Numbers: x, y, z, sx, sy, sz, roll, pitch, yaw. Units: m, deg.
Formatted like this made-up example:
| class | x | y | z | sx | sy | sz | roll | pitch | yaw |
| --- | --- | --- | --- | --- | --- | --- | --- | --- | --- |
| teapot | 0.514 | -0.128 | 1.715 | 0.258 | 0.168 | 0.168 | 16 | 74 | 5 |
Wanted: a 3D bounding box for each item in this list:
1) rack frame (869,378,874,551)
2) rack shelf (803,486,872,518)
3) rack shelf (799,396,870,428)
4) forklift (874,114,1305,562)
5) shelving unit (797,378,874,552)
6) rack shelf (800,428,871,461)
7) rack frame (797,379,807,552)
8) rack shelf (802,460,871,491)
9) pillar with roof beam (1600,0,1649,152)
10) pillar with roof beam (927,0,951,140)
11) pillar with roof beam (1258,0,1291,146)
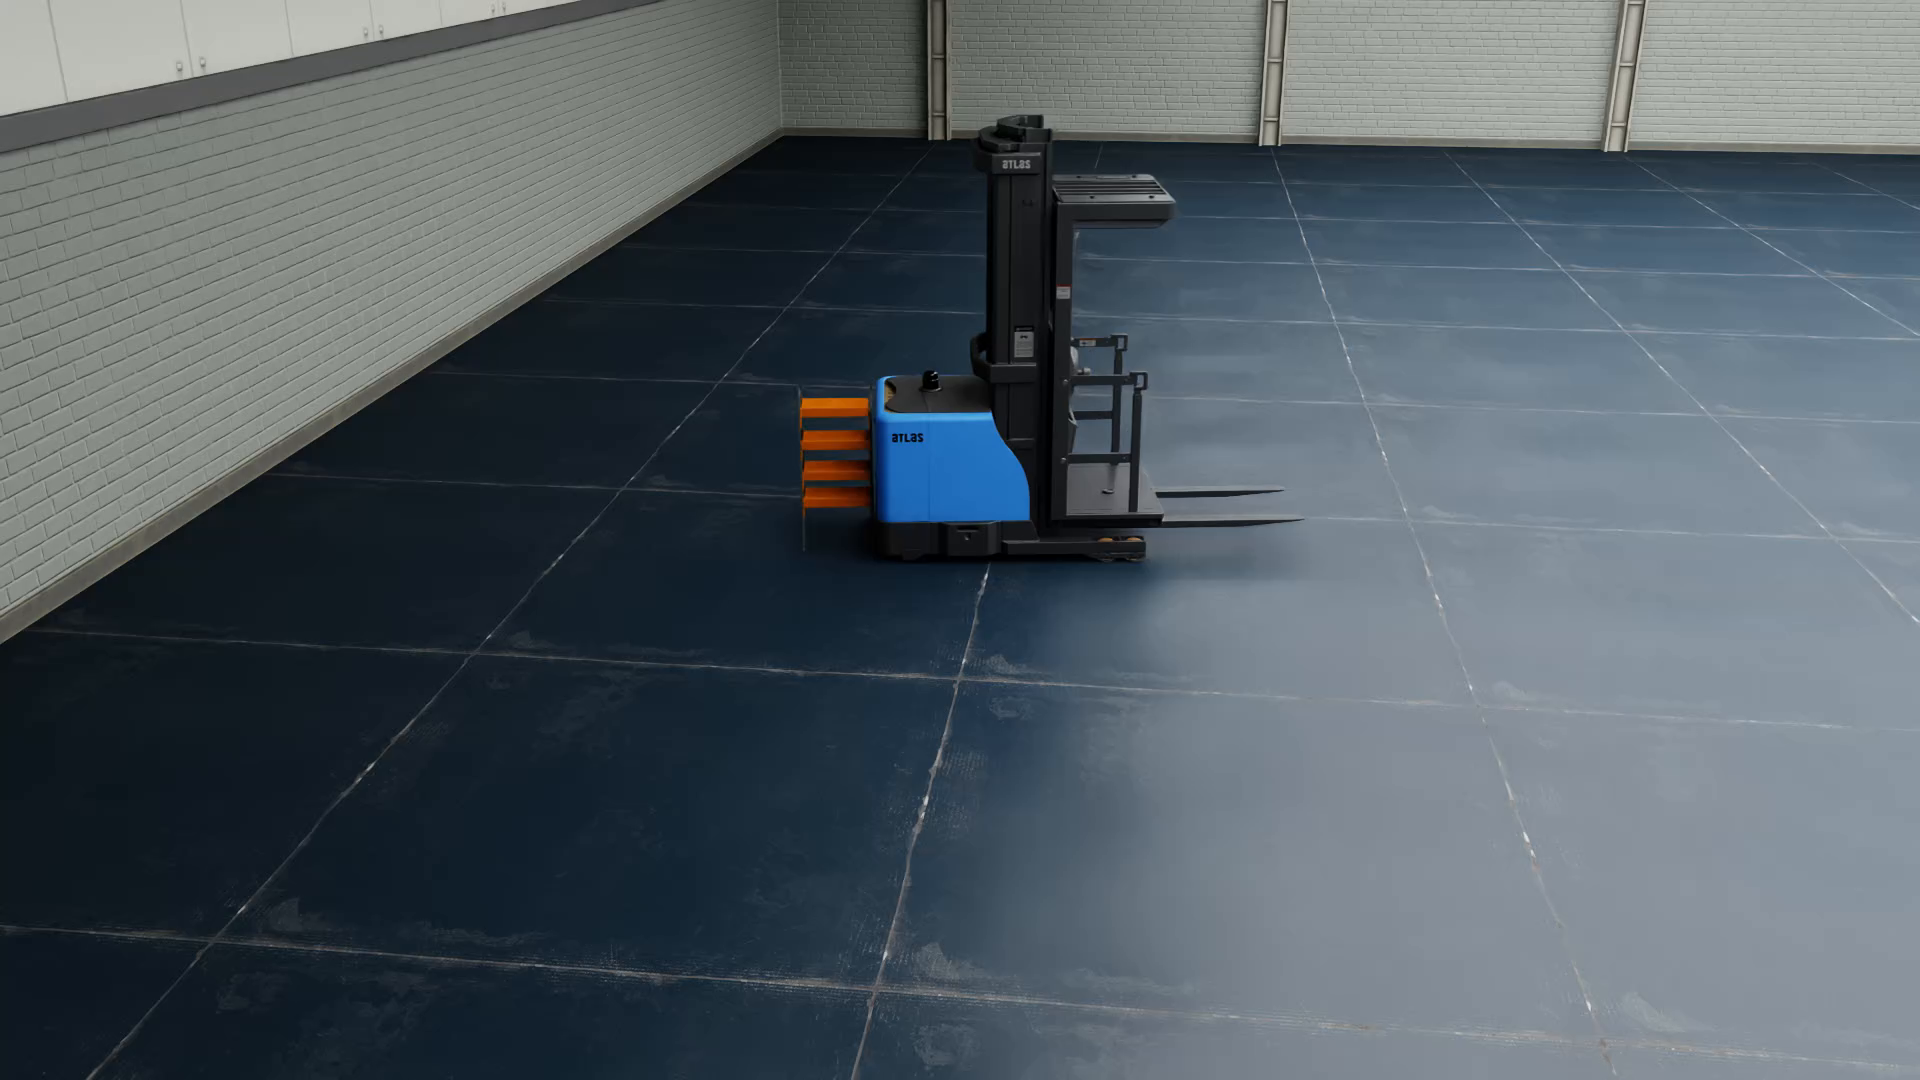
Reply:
| class | x | y | z | sx | sy | sz | roll | pitch | yaw |
| --- | --- | --- | --- | --- | --- | --- | --- | --- | --- |
| rack frame | -0.620 | -0.525 | 11.662 | 0.015 | 1.200 | 0.240 | -1 | 22 | -2 |
| rack shelf | -0.864 | -0.274 | 11.751 | 0.480 | 0.148 | 0.258 | -1 | 22 | -2 |
| rack shelf | -0.864 | -0.887 | 11.509 | 0.480 | 0.148 | 0.258 | -1 | 22 | -2 |
| forklift | 0.909 | -1.404 | 11.532 | 3.031 | 2.935 | 1.130 | -1 | 22 | -2 |
| shelving unit | -0.864 | -0.521 | 11.653 | 0.503 | 1.200 | 0.258 | -1 | 22 | -2 |
| rack shelf | -0.864 | -0.667 | 11.595 | 0.480 | 0.148 | 0.258 | -1 | 22 | -2 |
| rack frame | -1.107 | -0.517 | 11.644 | 0.015 | 1.200 | 0.240 | -1 | 22 | -2 |
| rack shelf | -0.864 | -0.459 | 11.678 | 0.480 | 0.148 | 0.258 | -1 | 22 | -2 |
| pillar with roof beam | 11.037 | -9.495 | 23.744 | 0.400 | 9.000 | 9.100 | 2 | 22 | 6 |
| pillar with roof beam | -0.880 | -10.014 | 25.058 | 0.400 | 9.000 | 9.100 | 2 | 22 | 6 |
| pillar with roof beam | 5.078 | -9.755 | 24.401 | 0.400 | 9.000 | 9.100 | 2 | 22 | 6 |
